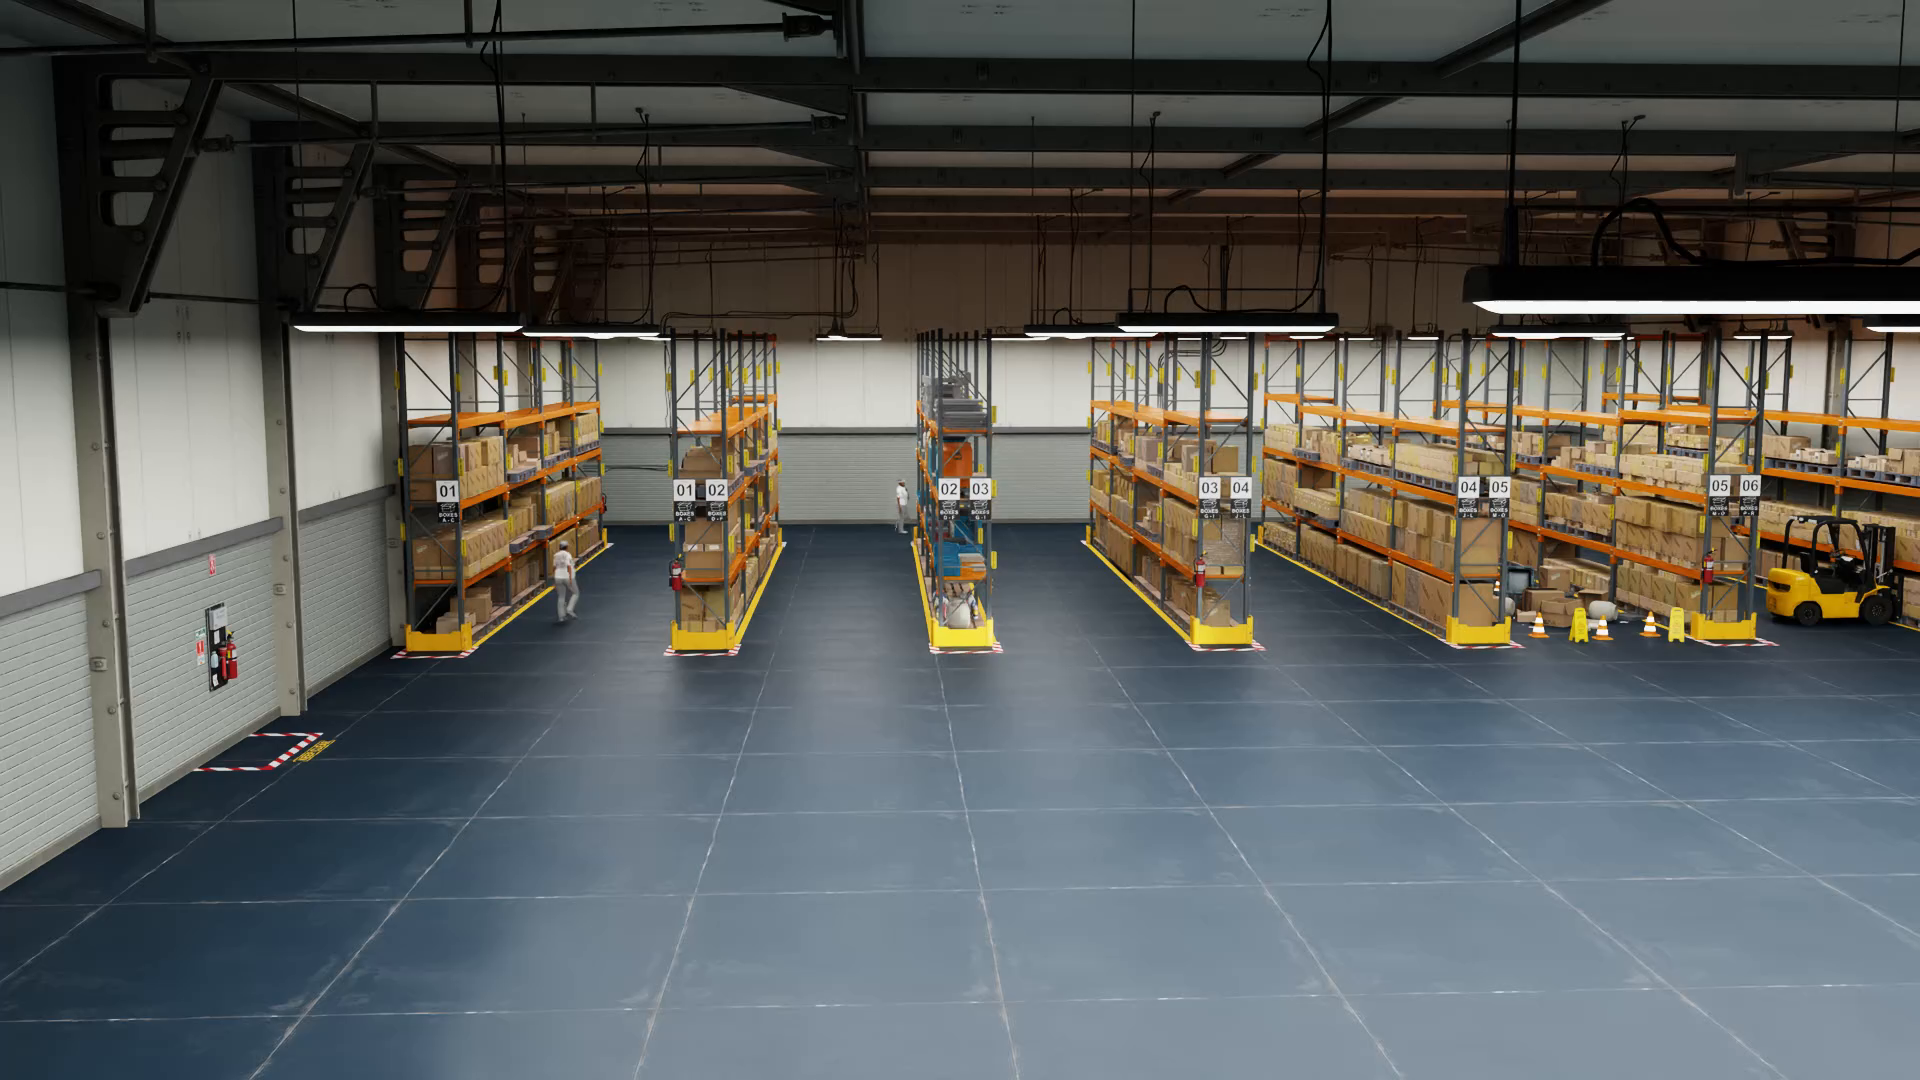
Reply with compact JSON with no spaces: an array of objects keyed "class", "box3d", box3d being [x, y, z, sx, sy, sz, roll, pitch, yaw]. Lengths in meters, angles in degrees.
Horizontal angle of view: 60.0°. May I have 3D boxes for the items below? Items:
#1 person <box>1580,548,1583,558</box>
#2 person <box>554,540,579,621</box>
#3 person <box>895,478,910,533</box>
[{"class":"person","box3d":[16.386,-0.307,43.926,0.494,1.652,1.058,-1,7,-11]},{"class":"person","box3d":[-8.187,0.835,34.496,0.538,1.650,0.499,1,7,10]},{"class":"person","box3d":[-1.769,-1.047,50.217,0.475,1.675,0.491,1,7,11]}]
